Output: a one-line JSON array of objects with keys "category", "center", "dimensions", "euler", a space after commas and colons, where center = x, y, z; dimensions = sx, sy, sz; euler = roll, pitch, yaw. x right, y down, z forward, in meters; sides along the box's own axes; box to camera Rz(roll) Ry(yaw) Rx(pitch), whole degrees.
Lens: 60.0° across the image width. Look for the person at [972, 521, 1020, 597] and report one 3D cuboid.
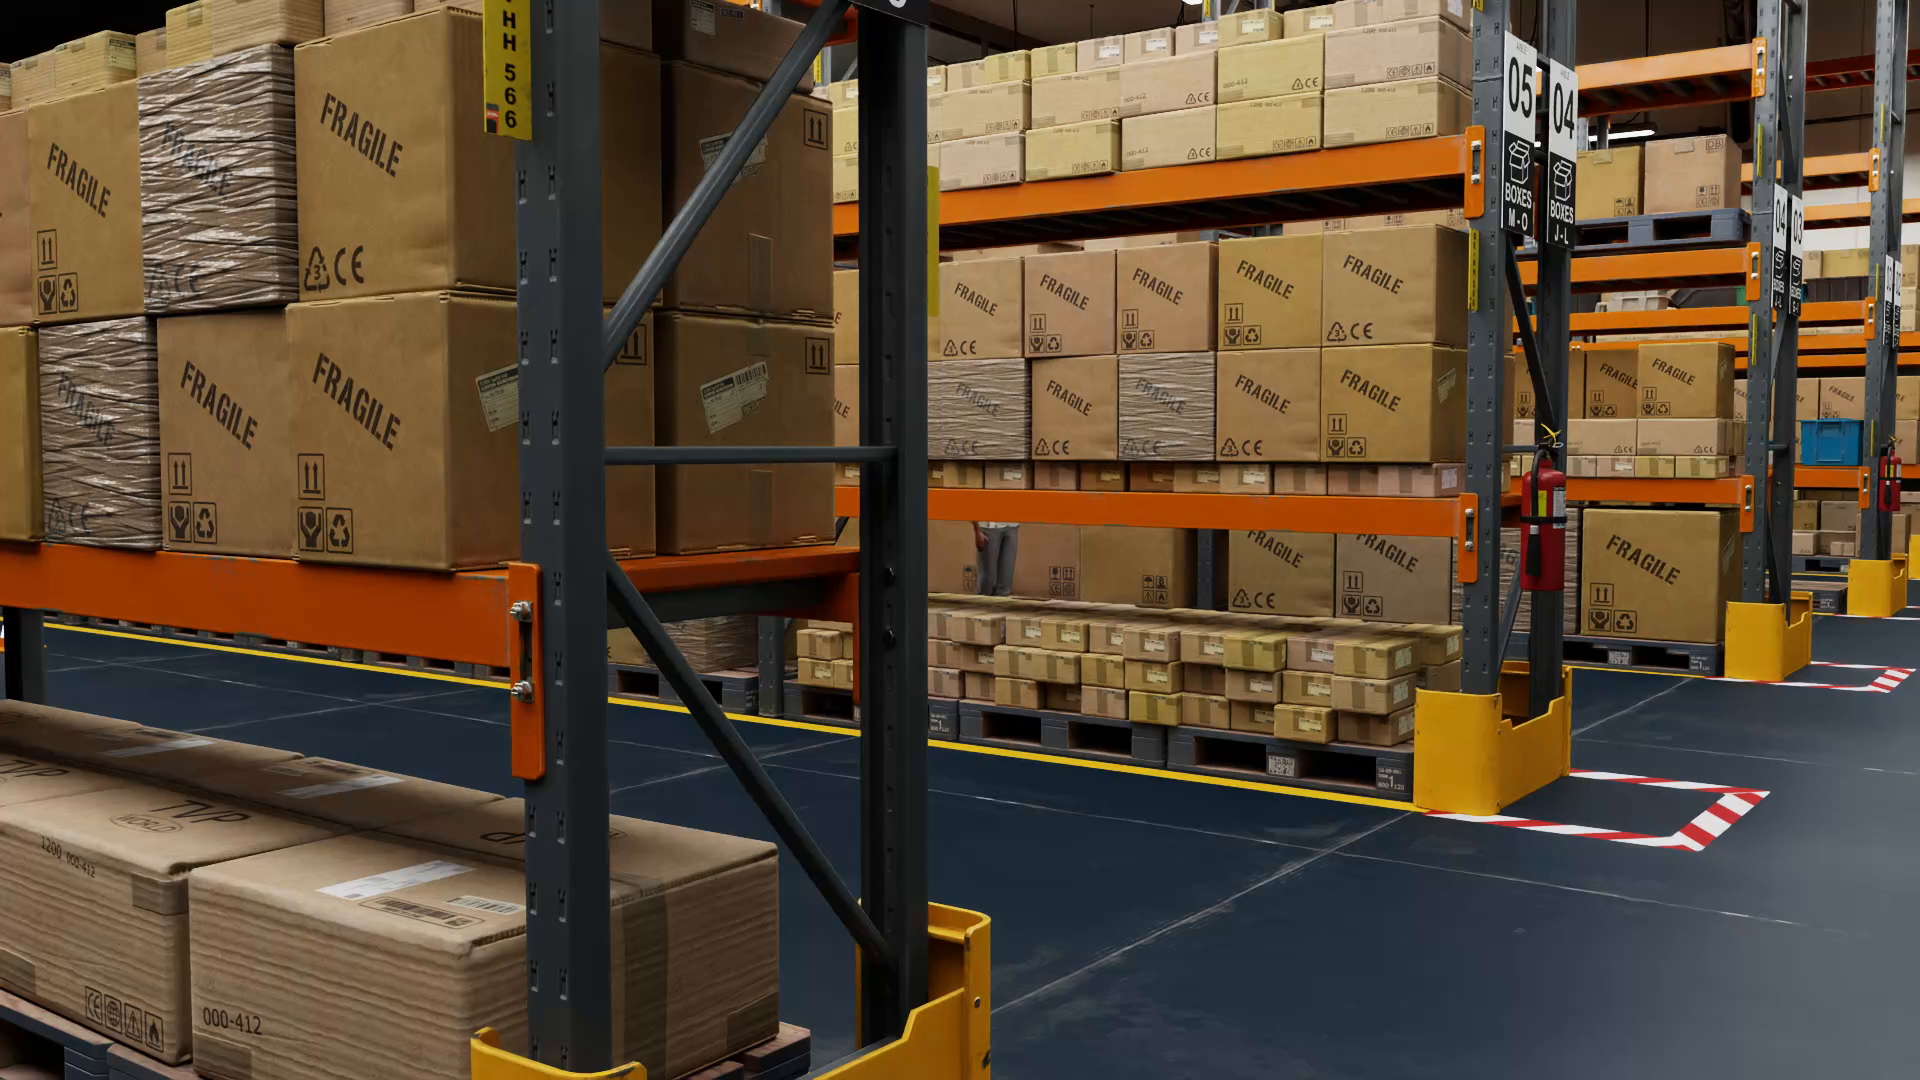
[{"category": "person", "center": [0.268, -0.069, 12.993], "dimensions": [0.497, 1.700, 0.395], "euler": [-3, 4, -41]}]
